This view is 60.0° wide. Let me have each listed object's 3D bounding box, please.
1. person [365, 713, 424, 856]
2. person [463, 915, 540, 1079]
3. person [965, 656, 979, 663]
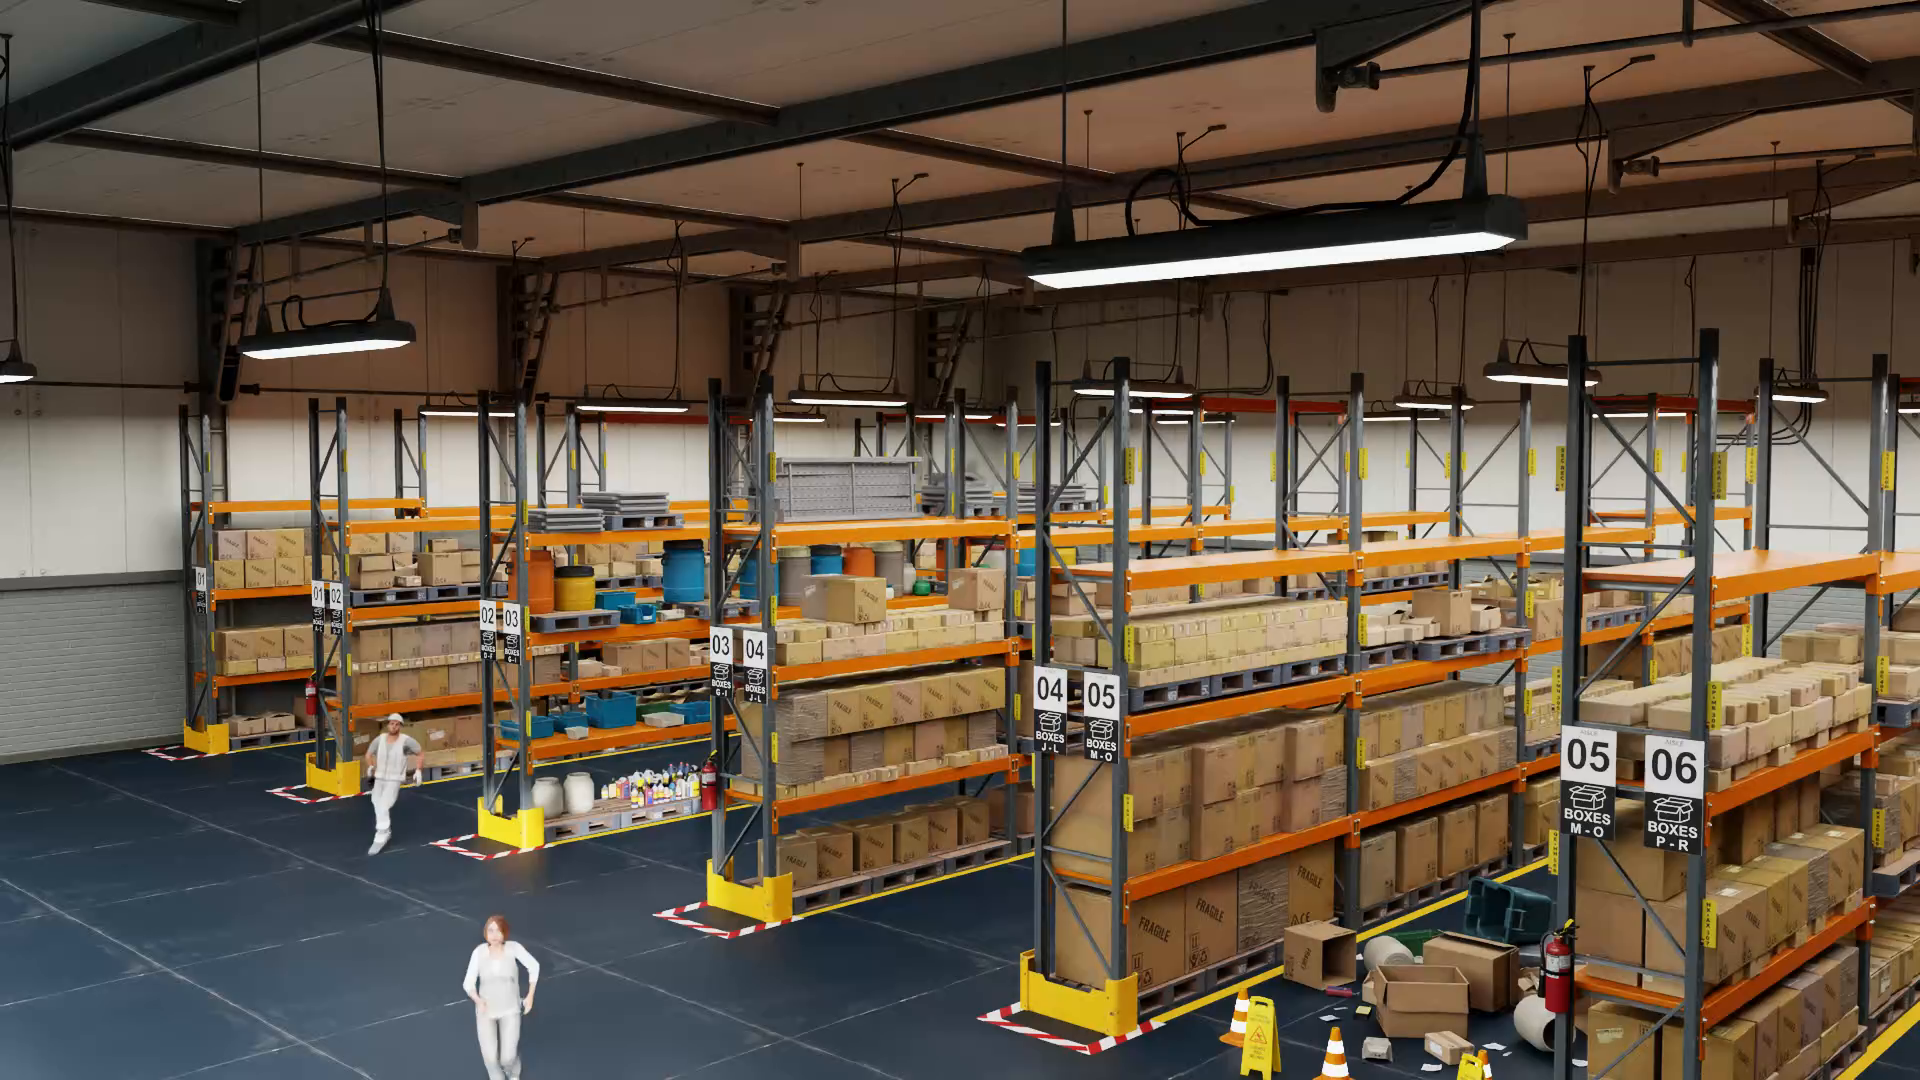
[{"bbox_3d":[-7.390,3.142,21.575,0.735,1.788,0.705,1,3,10],"label":"person"},{"bbox_3d":[-3.571,3.694,12.931,0.566,1.559,0.537,0,3,-9],"label":"person"},{"bbox_3d":[0.283,2.291,33.040,0.661,1.761,0.876,2,4,36],"label":"person"}]
